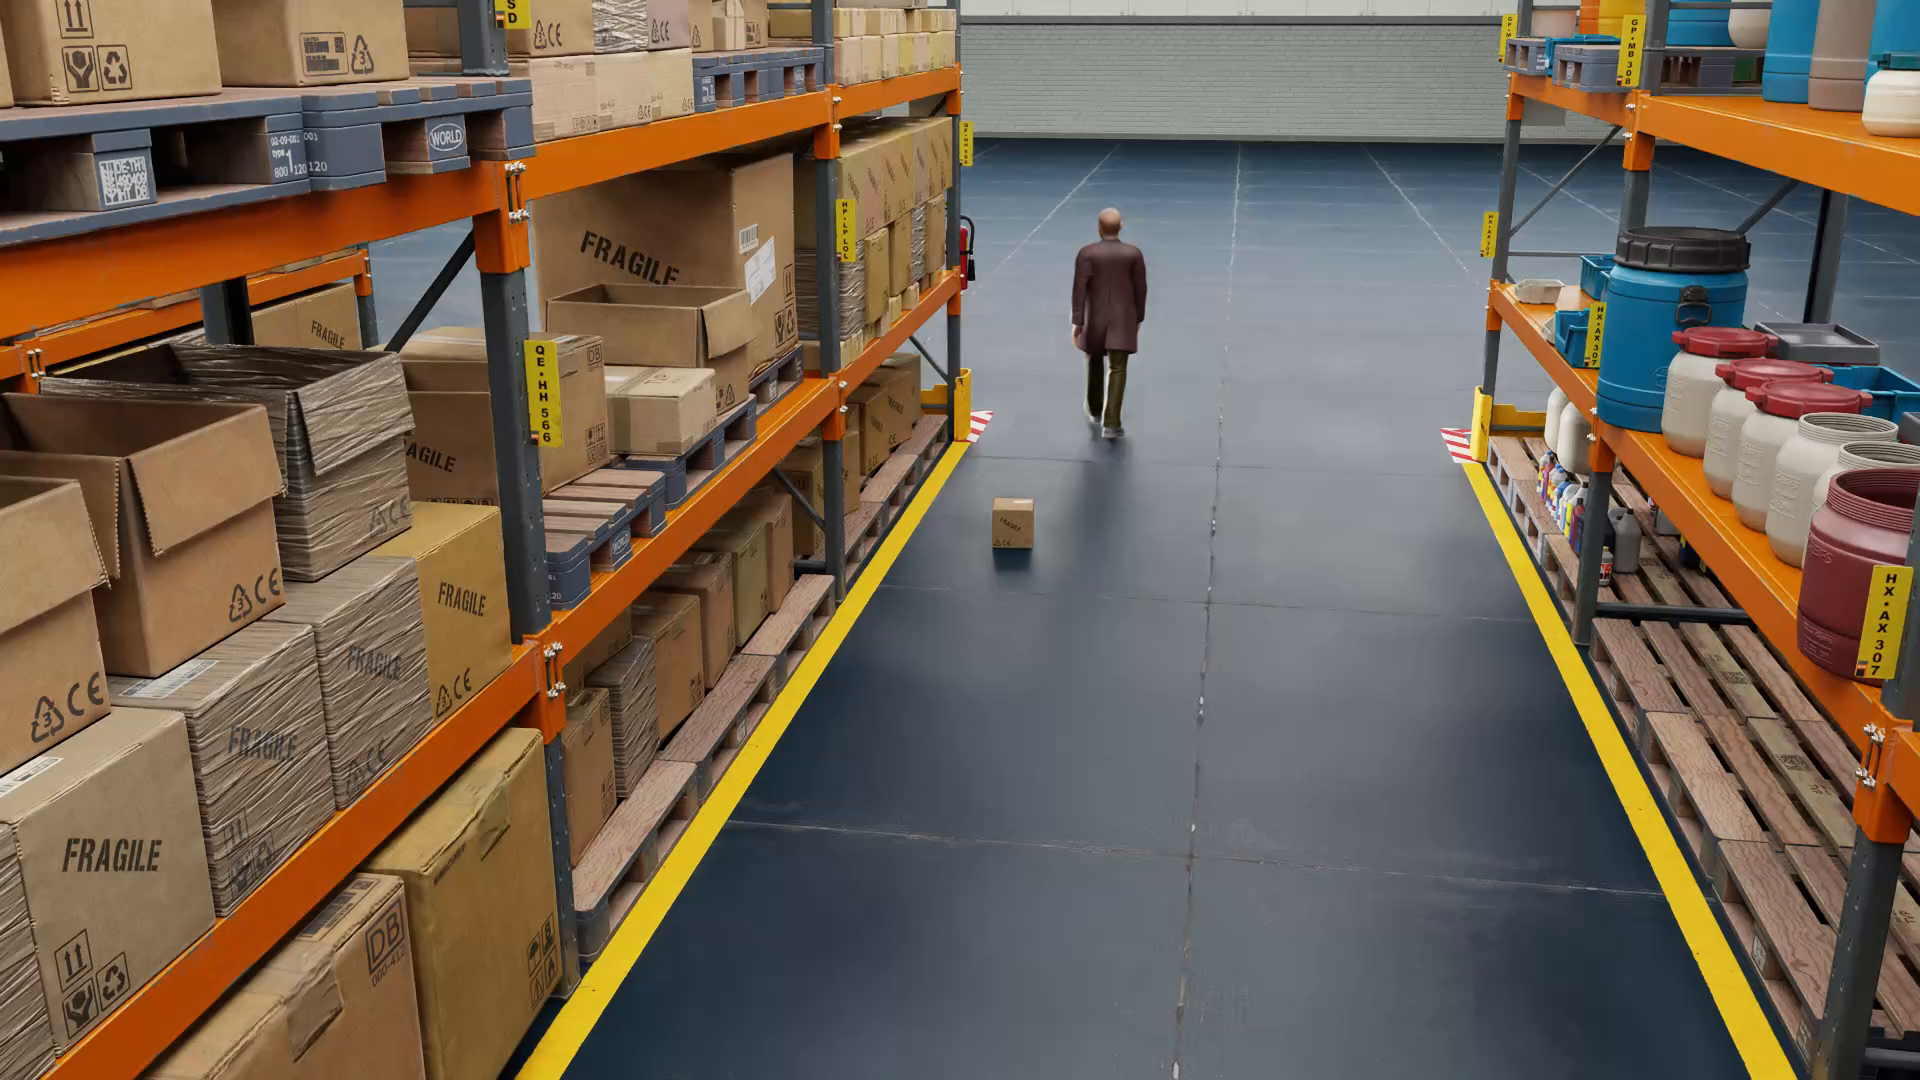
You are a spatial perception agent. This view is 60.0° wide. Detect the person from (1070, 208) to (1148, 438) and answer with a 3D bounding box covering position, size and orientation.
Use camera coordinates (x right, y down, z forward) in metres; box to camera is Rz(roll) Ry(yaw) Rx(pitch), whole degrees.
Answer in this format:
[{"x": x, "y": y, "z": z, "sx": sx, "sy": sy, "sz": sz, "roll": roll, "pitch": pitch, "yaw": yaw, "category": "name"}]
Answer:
[{"x": 1.162, "y": -1.722, "z": 12.974, "sx": 0.584, "sy": 1.737, "sz": 1.014, "roll": 2, "pitch": 18, "yaw": 6, "category": "person"}]
